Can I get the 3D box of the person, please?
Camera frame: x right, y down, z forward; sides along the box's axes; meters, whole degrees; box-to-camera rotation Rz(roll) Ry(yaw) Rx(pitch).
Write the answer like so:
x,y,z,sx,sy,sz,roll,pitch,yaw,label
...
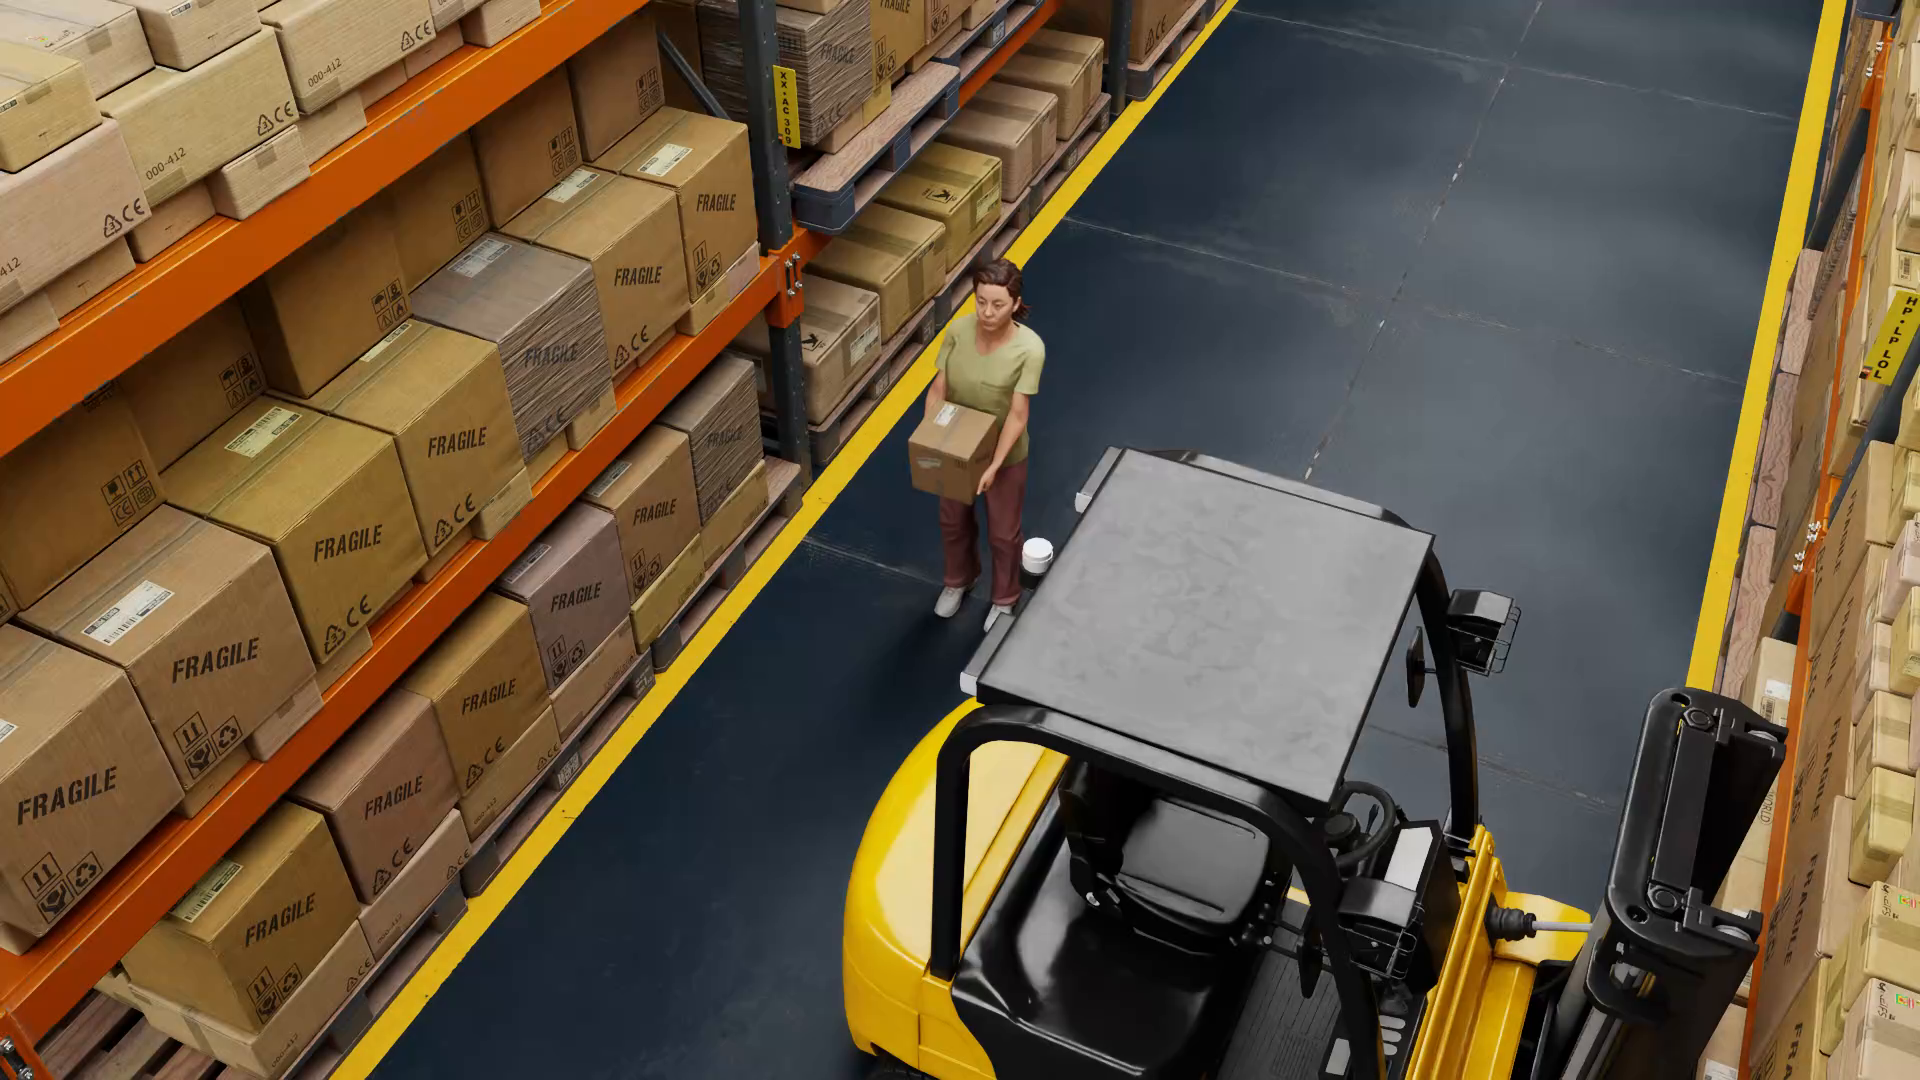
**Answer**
x,y,z,sx,sy,sz,roll,pitch,yaw,label
0.072,-0.315,6.519,0.425,1.664,0.551,18,45,19,person
